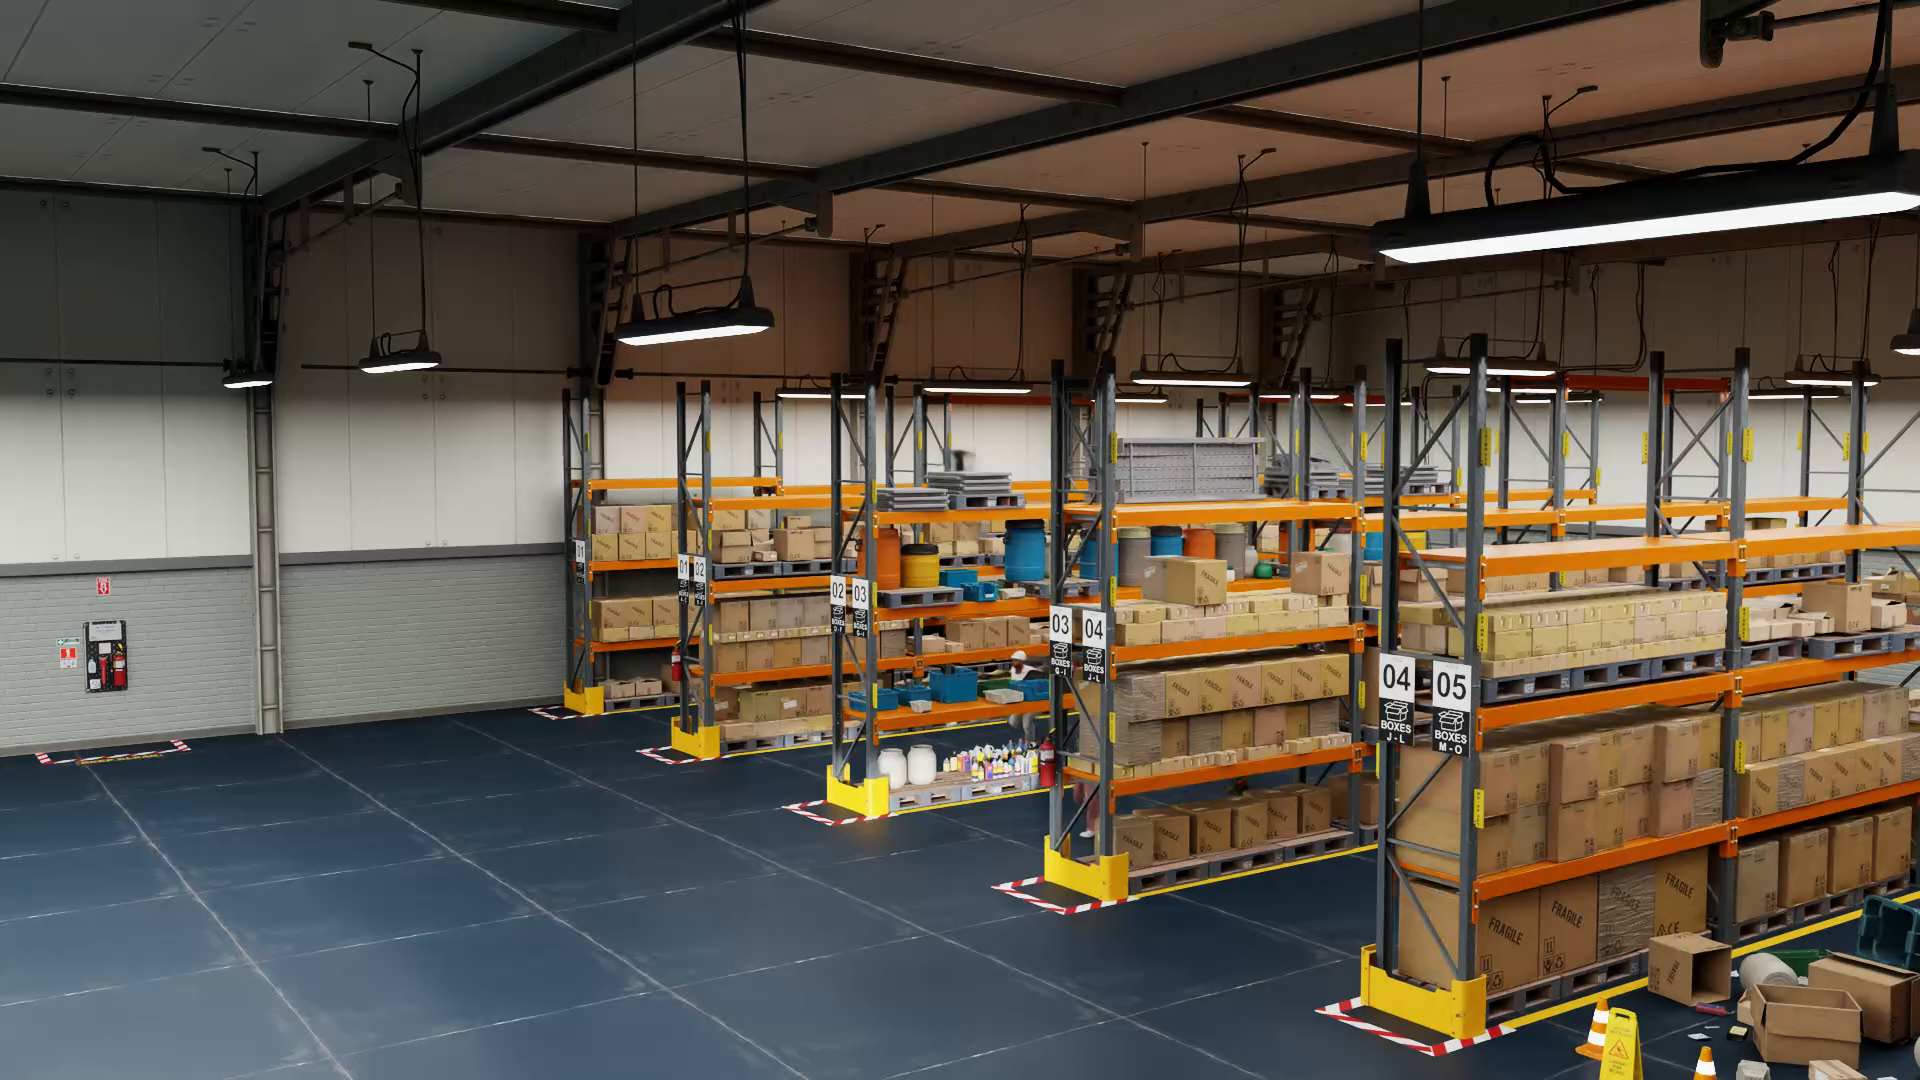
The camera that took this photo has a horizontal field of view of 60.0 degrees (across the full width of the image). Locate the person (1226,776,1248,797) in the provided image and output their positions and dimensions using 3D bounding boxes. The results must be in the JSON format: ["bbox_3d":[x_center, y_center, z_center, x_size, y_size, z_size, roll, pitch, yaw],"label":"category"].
[{"bbox_3d":[3.841,2.797,23.427,0.655,1.728,0.788,-1,4,-22],"label":"person"}]

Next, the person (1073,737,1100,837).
[{"bbox_3d":[1.723,2.960,21.306,0.523,1.657,0.572,-2,4,-26],"label":"person"}]

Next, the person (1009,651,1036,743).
[{"bbox_3d":[1.006,2.608,26.772,0.665,1.687,0.713,3,5,38],"label":"person"}]
